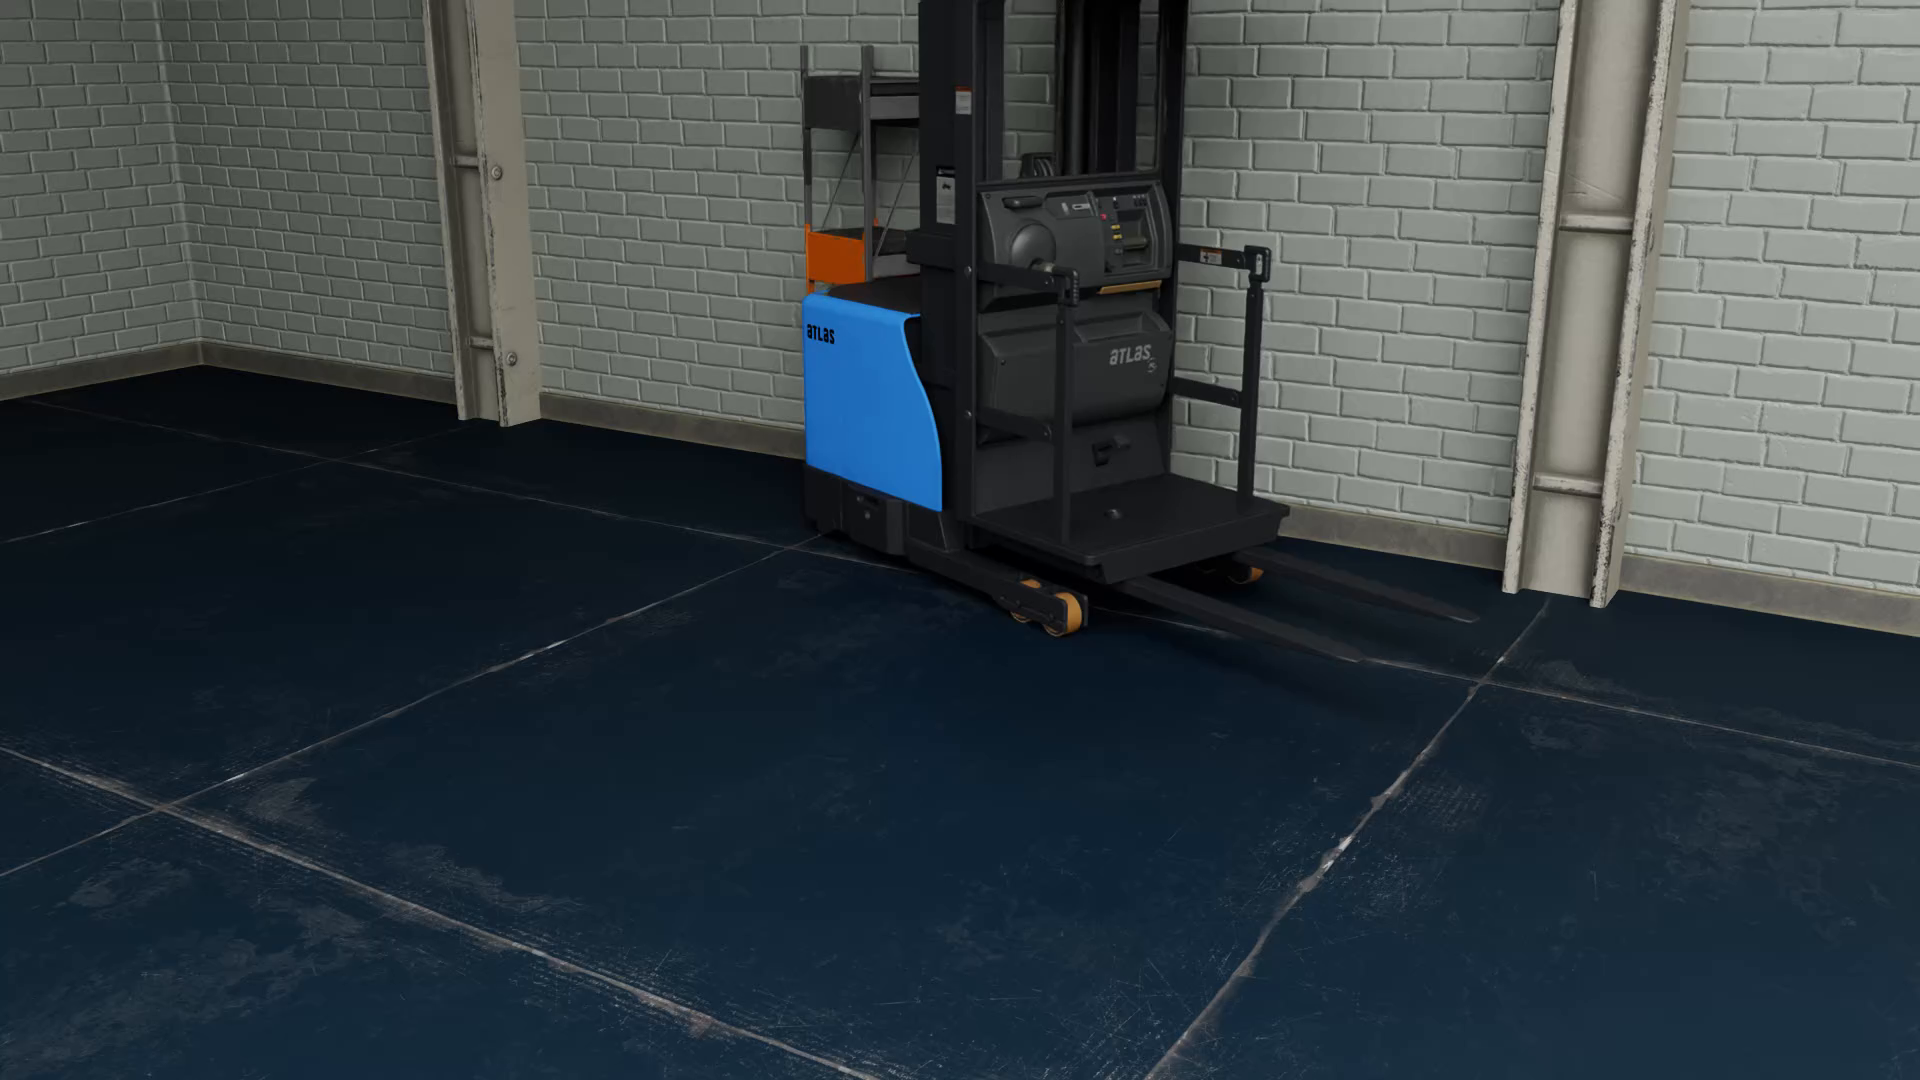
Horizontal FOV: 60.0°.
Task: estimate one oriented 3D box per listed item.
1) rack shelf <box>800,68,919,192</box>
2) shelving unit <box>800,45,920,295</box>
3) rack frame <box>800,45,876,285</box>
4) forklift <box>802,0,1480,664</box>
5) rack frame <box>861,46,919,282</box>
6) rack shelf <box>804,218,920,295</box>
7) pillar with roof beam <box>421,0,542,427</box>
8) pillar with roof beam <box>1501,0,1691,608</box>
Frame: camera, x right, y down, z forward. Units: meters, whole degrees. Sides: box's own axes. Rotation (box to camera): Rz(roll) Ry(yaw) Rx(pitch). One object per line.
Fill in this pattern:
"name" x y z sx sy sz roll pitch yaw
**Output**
"rack shelf" -0.419 -1.889 7.626 0.431 0.518 0.480 -13 21 -36
"shelving unit" -0.419 -1.232 7.826 0.431 2.100 0.503 -13 21 -36
"rack frame" -0.569 -1.288 8.009 0.400 2.100 0.015 -13 21 -36
"forklift" 0.597 -1.204 6.303 1.130 2.935 3.031 -13 21 -36
"rack frame" -0.268 -1.177 7.642 0.400 2.100 0.015 -13 21 -36
"rack shelf" -0.419 -1.219 7.830 0.431 0.518 0.480 -13 21 -36
"pillar with roof beam" -4.936 -3.953 4.913 0.400 9.000 9.100 10 20 30
"pillar with roof beam" 0.176 -3.041 1.909 0.400 9.000 9.100 10 20 30
